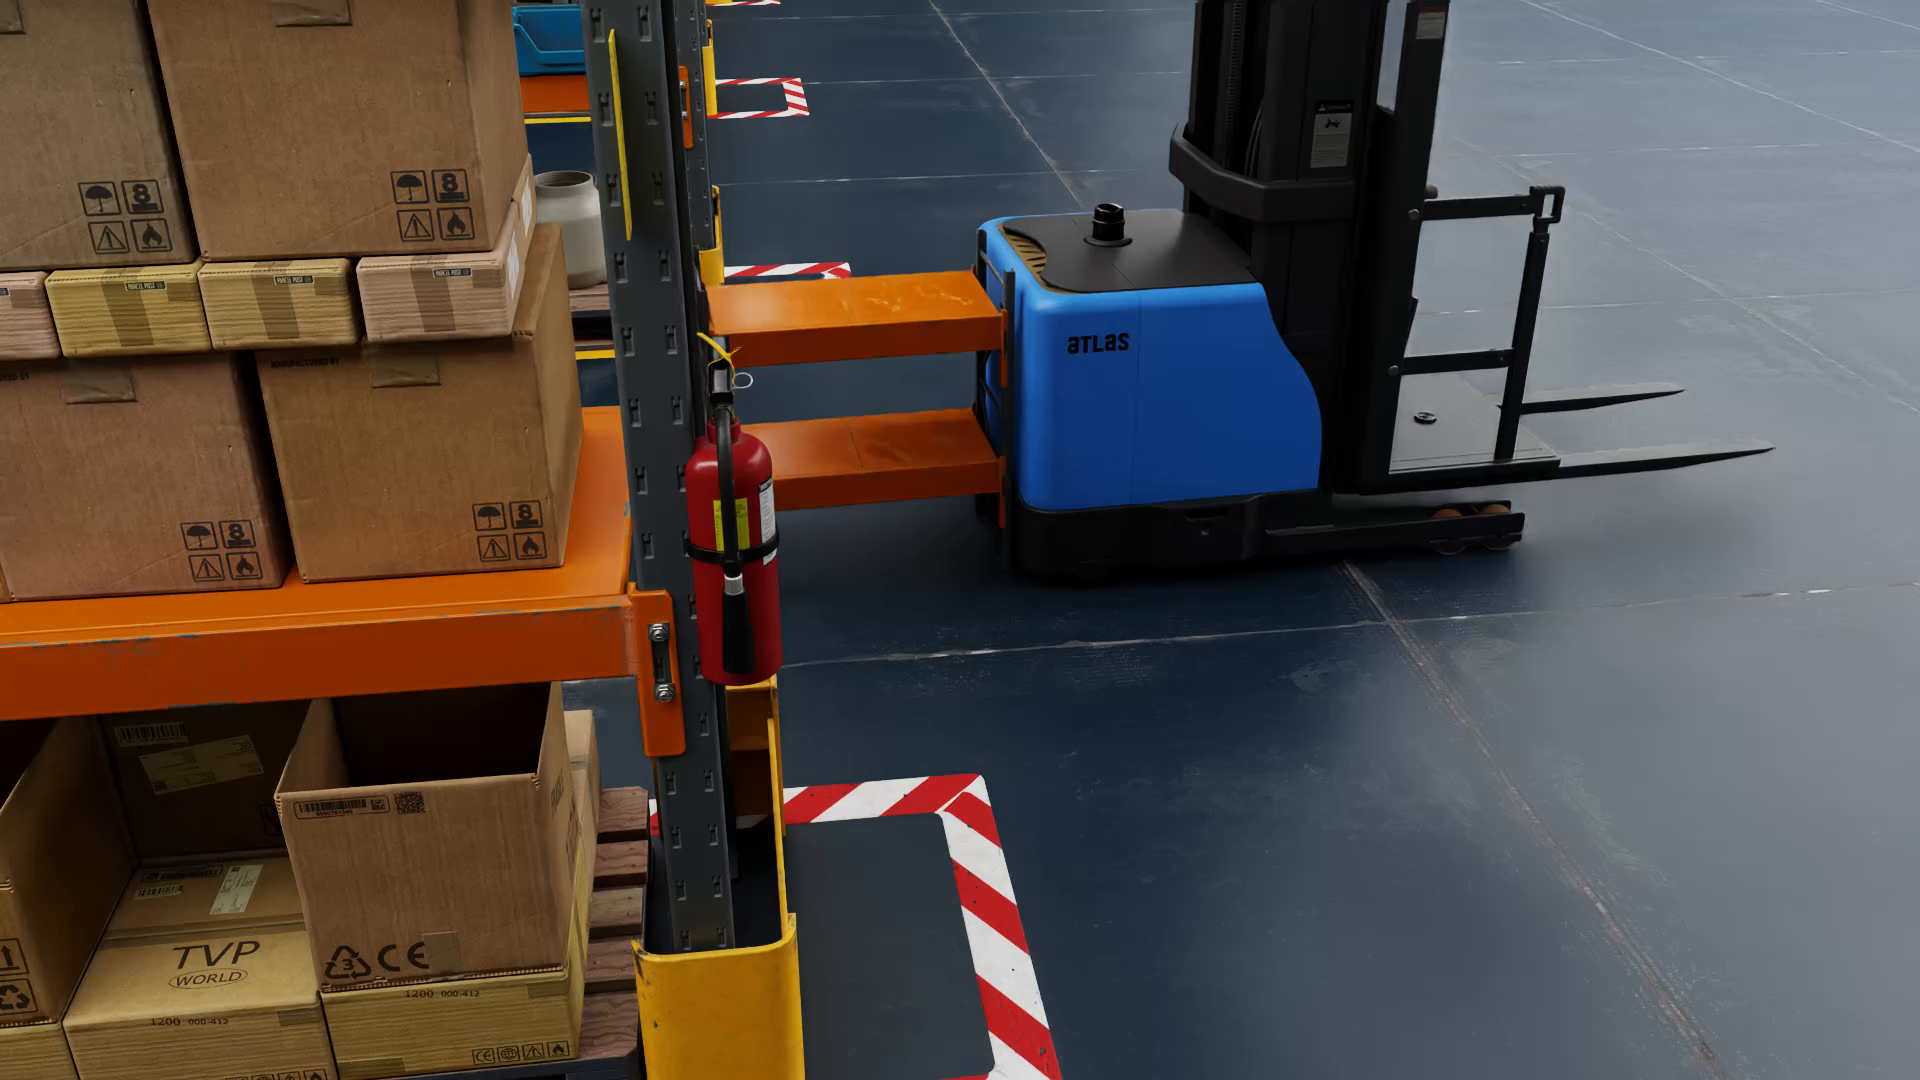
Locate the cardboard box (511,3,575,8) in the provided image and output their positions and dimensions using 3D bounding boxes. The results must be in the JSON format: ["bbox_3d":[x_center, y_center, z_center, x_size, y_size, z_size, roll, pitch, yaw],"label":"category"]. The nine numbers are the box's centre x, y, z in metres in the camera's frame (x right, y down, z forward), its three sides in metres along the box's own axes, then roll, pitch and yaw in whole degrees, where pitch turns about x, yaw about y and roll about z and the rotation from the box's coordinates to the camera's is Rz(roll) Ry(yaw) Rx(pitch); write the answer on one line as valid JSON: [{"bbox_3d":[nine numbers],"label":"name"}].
[{"bbox_3d":[-3.202,-3.755,12.560,0.500,0.500,0.500,3,27,6],"label":"cardboard box"}]

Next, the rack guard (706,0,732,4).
[{"bbox_3d":[-2.561,-5.904,17.209,0.348,0.500,1.175,-4,27,-7],"label":"rack guard"}]

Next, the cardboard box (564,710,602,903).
[{"bbox_3d":[-1.180,0.683,4.186,0.500,0.250,0.500,-4,27,-7],"label":"cardboard box"}]

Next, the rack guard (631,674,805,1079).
[{"bbox_3d":[-0.594,0.823,4.098,0.348,0.500,1.175,-4,27,-7],"label":"rack guard"}]

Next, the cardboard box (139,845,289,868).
[{"bbox_3d":[-1.674,0.716,4.120,0.500,0.250,0.500,-4,27,-7],"label":"cardboard box"}]

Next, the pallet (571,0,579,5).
[{"bbox_3d":[-3.366,-5.688,17.104,1.213,0.211,1.003,-4,27,-7],"label":"pallet"}]

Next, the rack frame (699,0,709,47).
[{"bbox_3d":[-1.994,-4.766,12.253,0.127,3.000,1.000,-4,27,-7],"label":"rack frame"}]

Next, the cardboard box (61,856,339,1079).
[{"bbox_3d":[-1.601,0.954,3.657,0.500,0.250,0.500,-4,27,-7],"label":"cardboard box"}]

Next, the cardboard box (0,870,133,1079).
[{"bbox_3d":[-2.096,0.987,3.593,0.500,0.250,0.500,-4,27,-7],"label":"cardboard box"}]

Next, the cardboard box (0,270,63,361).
[{"bbox_3d":[-1.731,-0.461,3.043,0.250,0.149,0.380,-3,27,-6],"label":"cardboard box"}]

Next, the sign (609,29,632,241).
[{"bbox_3d":[-0.556,-0.662,2.726,0.005,0.325,0.100,-4,27,-7],"label":"sign"}]

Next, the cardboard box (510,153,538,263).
[{"bbox_3d":[-1.036,-0.693,3.494,0.250,0.149,0.380,-4,27,-7],"label":"cardboard box"}]

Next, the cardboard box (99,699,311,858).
[{"bbox_3d":[-1.675,0.382,3.951,0.500,0.500,0.500,-4,27,-7],"label":"cardboard box"}]

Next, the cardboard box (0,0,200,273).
[{"bbox_3d":[-1.654,-0.846,3.082,0.500,0.500,0.700,-4,27,-8],"label":"cardboard box"}]

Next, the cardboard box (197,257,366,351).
[{"bbox_3d":[-1.229,-0.493,3.104,0.250,0.149,0.380,-3,27,-6],"label":"cardboard box"}]

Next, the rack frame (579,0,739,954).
[{"bbox_3d":[-0.618,-0.287,3.524,0.127,3.000,1.000,-4,27,-7],"label":"rack frame"}]

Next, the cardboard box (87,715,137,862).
[{"bbox_3d":[-2.168,0.419,3.877,0.500,0.500,0.500,-4,27,-7],"label":"cardboard box"}]

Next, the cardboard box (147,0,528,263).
[{"bbox_3d":[-1.134,-0.882,3.152,0.500,0.500,0.700,-4,27,-7],"label":"cardboard box"}]

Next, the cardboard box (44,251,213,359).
[{"bbox_3d":[-1.482,-0.476,3.073,0.250,0.149,0.380,-4,27,-8],"label":"cardboard box"}]

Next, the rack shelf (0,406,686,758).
[{"bbox_3d":[-2.598,0.160,3.441,4.000,0.370,1.077,-4,27,-7],"label":"rack shelf"}]

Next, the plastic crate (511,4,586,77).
[{"bbox_3d":[-1.758,-2.294,7.597,0.616,0.251,0.499,-4,27,-7],"label":"plastic crate"}]

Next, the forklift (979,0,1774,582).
[{"bbox_3d":[1.619,-1.480,5.924,3.031,2.935,1.130,-5,28,-10],"label":"forklift"}]

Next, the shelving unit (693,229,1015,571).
[{"bbox_3d":[-0.379,-0.456,5.906,1.048,1.125,0.538,-5,28,-10],"label":"shelving unit"}]

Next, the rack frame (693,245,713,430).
[{"bbox_3d":[-0.877,-0.411,5.818,0.032,1.125,0.500,-5,28,-10],"label":"rack frame"}]

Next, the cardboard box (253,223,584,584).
[{"bbox_3d":[-1.082,-0.308,3.455,0.500,0.500,0.700,-4,27,-7],"label":"cardboard box"}]

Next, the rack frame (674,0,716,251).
[{"bbox_3d":[-1.304,-2.527,7.889,0.127,3.000,1.000,-4,27,-7],"label":"rack frame"}]

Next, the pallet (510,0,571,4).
[{"bbox_3d":[-4.571,-5.612,16.955,1.213,0.211,1.003,-4,27,-7],"label":"pallet"}]

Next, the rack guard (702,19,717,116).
[{"bbox_3d":[-2.069,-3.649,12.814,0.348,0.500,1.175,-4,27,-7],"label":"rack guard"}]

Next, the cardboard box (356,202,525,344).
[{"bbox_3d":[-0.970,-0.510,3.138,0.250,0.149,0.380,-4,27,-8],"label":"cardboard box"}]

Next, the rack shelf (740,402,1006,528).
[{"bbox_3d":[-0.379,-0.238,6.018,1.000,0.278,0.538,-5,28,-10],"label":"rack shelf"}]

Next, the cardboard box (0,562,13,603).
[{"bbox_3d":[-2.094,-0.243,3.329,0.500,0.500,0.700,-3,27,-7],"label":"cardboard box"}]

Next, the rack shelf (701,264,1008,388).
[{"bbox_3d":[-0.379,-0.716,5.772,1.000,0.278,0.538,-5,28,-10],"label":"rack shelf"}]

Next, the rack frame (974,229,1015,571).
[{"bbox_3d":[0.120,-0.501,5.994,0.032,1.125,0.500,-5,28,-10],"label":"rack frame"}]

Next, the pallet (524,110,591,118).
[{"bbox_3d":[-2.879,-3.485,12.810,1.213,0.211,1.003,-4,27,-7],"label":"pallet"}]

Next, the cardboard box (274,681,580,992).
[{"bbox_3d":[-1.107,0.584,3.556,0.500,0.500,0.500,-4,27,-7],"label":"cardboard box"}]

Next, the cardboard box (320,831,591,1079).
[{"bbox_3d":[-1.108,0.917,3.729,0.500,0.250,0.500,-4,27,-7],"label":"cardboard box"}]

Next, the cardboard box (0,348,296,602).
[{"bbox_3d":[-1.601,-0.272,3.385,0.500,0.500,0.700,-3,27,-6],"label":"cardboard box"}]

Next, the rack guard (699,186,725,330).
[{"bbox_3d":[-1.373,-1.389,8.409,0.348,0.500,1.175,-4,27,-7],"label":"rack guard"}]

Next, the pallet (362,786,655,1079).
[{"bbox_3d":[-1.369,1.021,4.029,1.213,0.211,1.003,-4,27,-7],"label":"pallet"}]

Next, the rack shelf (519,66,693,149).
[{"bbox_3d":[-3.285,-2.080,7.805,4.000,0.370,1.077,-4,27,-7],"label":"rack shelf"}]

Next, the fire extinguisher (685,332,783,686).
[{"bbox_3d":[-0.436,-0.050,3.147,0.183,0.674,0.296,-4,27,-7],"label":"fire extinguisher"}]

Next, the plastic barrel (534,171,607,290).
[{"bbox_3d":[-1.945,-1.530,8.212,0.421,0.512,0.421,0,27,0],"label":"plastic barrel"}]

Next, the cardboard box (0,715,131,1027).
[{"bbox_3d":[-2.096,0.654,3.419,0.500,0.500,0.500,-4,27,-7],"label":"cardboard box"}]

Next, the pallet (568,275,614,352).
[{"bbox_3d":[-2.178,-1.211,8.379,1.213,0.211,1.003,-4,27,-7],"label":"pallet"}]

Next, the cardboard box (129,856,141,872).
[{"bbox_3d":[-2.170,0.748,4.059,0.500,0.250,0.500,-4,27,-7],"label":"cardboard box"}]
